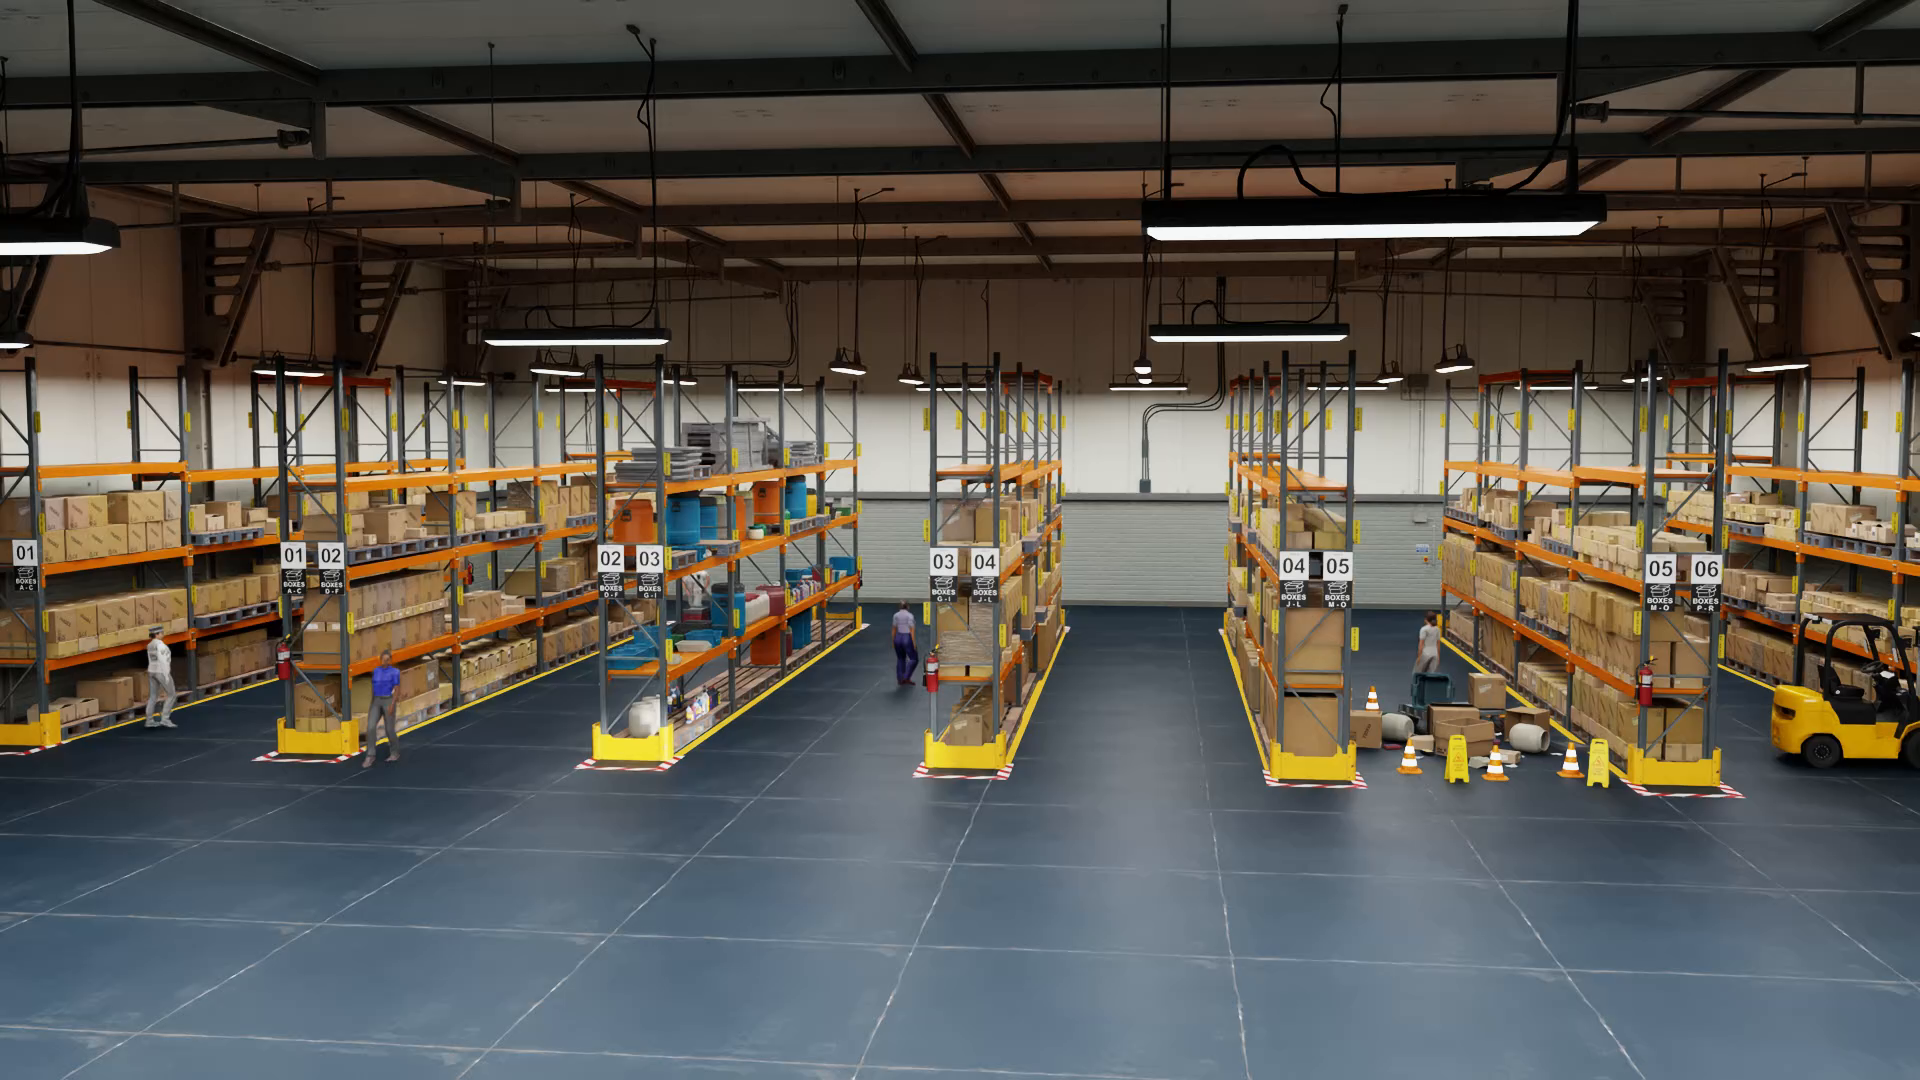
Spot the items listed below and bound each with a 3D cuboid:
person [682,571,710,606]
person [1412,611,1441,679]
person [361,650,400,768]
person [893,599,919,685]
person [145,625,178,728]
[{"bbox_3d":[-6.453,1.294,40.637,0.655,1.681,0.734,1,4,15],"label":"person"},{"bbox_3d":[8.285,2.097,29.446,0.487,1.692,0.389,-2,4,-21],"label":"person"},{"bbox_3d":[-8.502,2.464,24.389,0.471,1.667,0.688,0,4,6],"label":"person"},{"bbox_3d":[-1.064,1.951,31.614,0.542,1.645,0.493,3,5,33],"label":"person"},{"bbox_3d":[-13.155,2.250,27.268,0.503,1.700,0.477,2,4,25],"label":"person"}]
